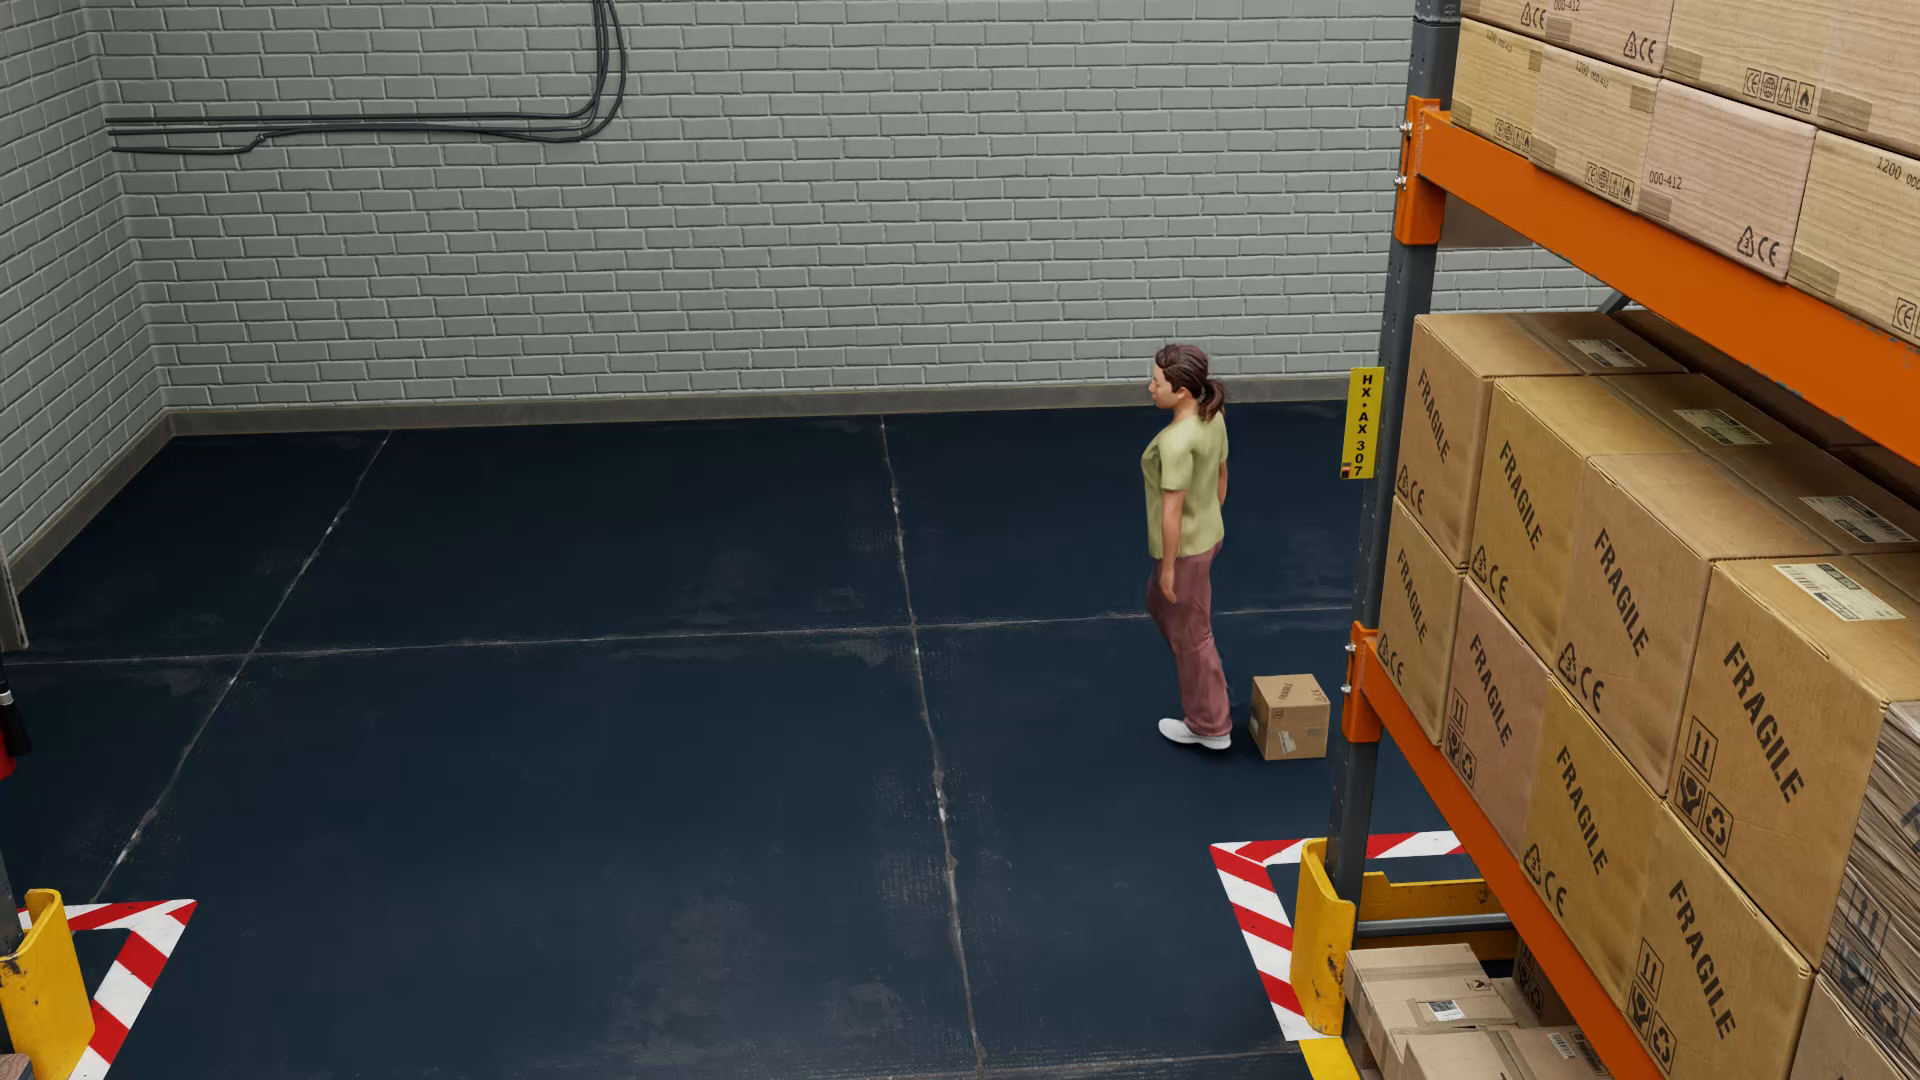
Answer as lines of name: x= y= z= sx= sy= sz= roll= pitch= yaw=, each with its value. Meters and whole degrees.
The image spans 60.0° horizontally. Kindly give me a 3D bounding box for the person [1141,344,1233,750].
person: x=0.912 y=0.024 z=6.493 sx=0.447 sy=1.661 sz=0.576 roll=12 pitch=26 yaw=25
